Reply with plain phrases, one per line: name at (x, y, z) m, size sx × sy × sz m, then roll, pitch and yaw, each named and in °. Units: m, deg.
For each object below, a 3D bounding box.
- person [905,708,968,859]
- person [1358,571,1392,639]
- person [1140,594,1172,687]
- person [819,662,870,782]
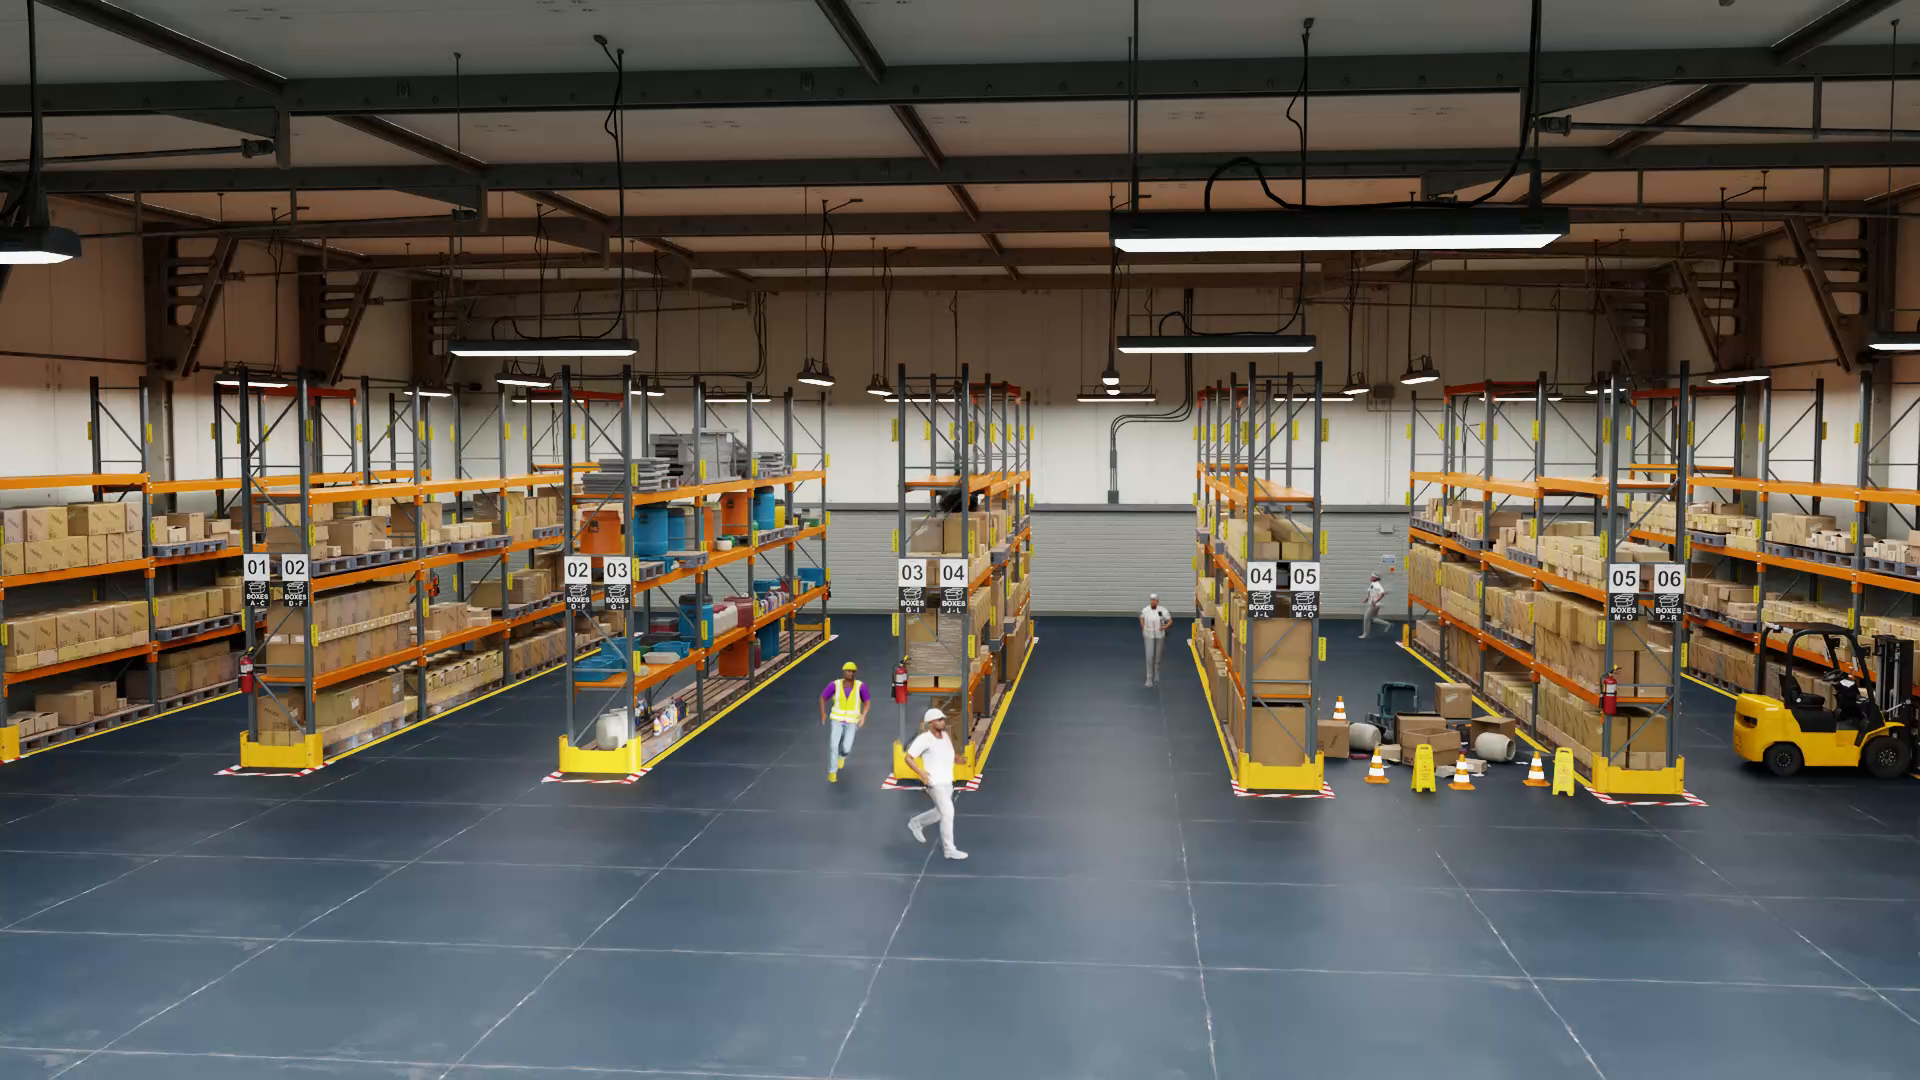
person at (-0.282, 2.862, 19.680) m, size 0.916 × 1.746 × 0.714 m, roll 2°, pitch 4°, yaw 33°
person at (10.094, 1.589, 40.431) m, size 0.768 × 1.678 × 0.603 m, roll 0°, pitch 4°, yaw 7°
person at (3.699, 1.867, 31.416) m, size 0.602 × 1.720 × 0.768 m, roll 0°, pitch 4°, yaw 6°
person at (-1.676, 2.617, 24.136) m, size 0.747 × 1.720 × 0.590 m, roll 0°, pitch 4°, yaw -5°
